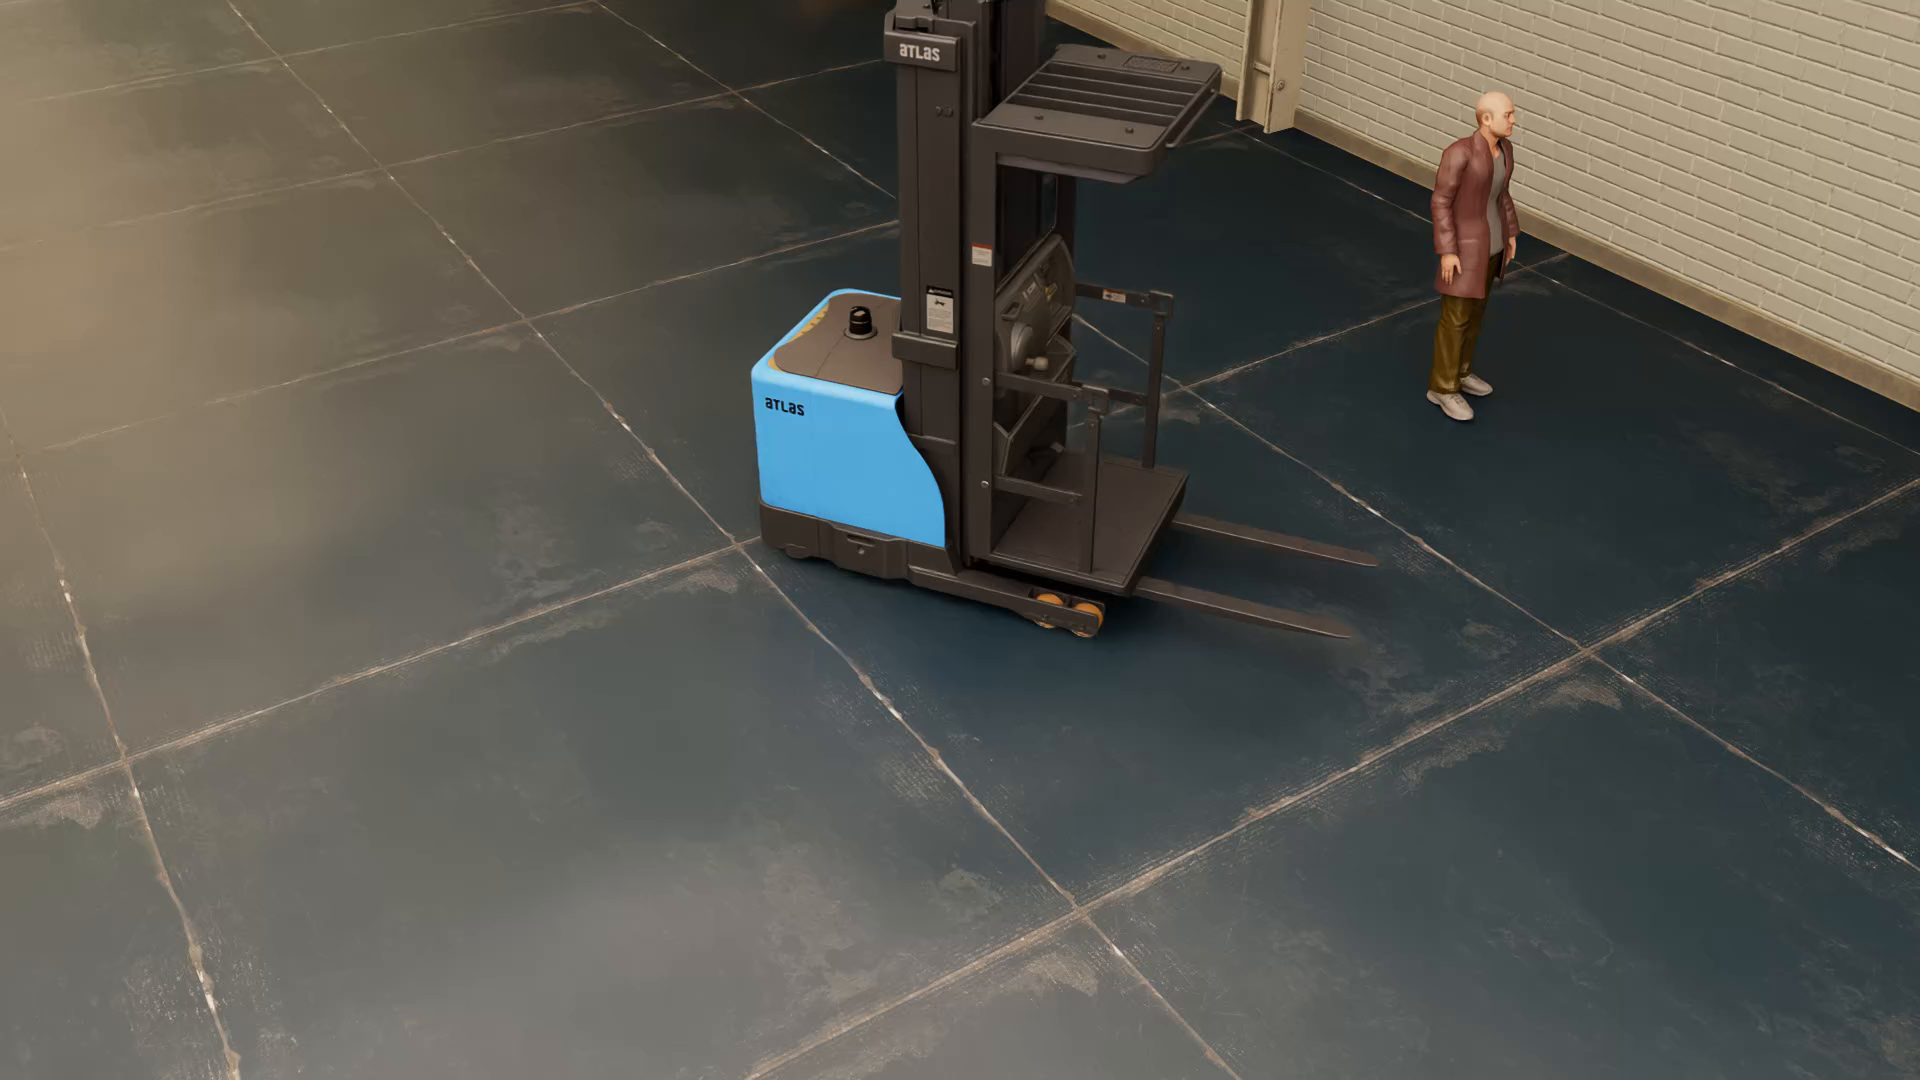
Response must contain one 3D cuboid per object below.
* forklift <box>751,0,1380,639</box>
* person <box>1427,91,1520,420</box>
[{"bbox_3d":[0.538,-1.077,7.681,3.031,2.935,1.130,13,37,18],"label":"forklift"},{"bbox_3d":[2.997,-1.629,9.457,0.695,1.776,0.584,-25,42,-31],"label":"person"}]
